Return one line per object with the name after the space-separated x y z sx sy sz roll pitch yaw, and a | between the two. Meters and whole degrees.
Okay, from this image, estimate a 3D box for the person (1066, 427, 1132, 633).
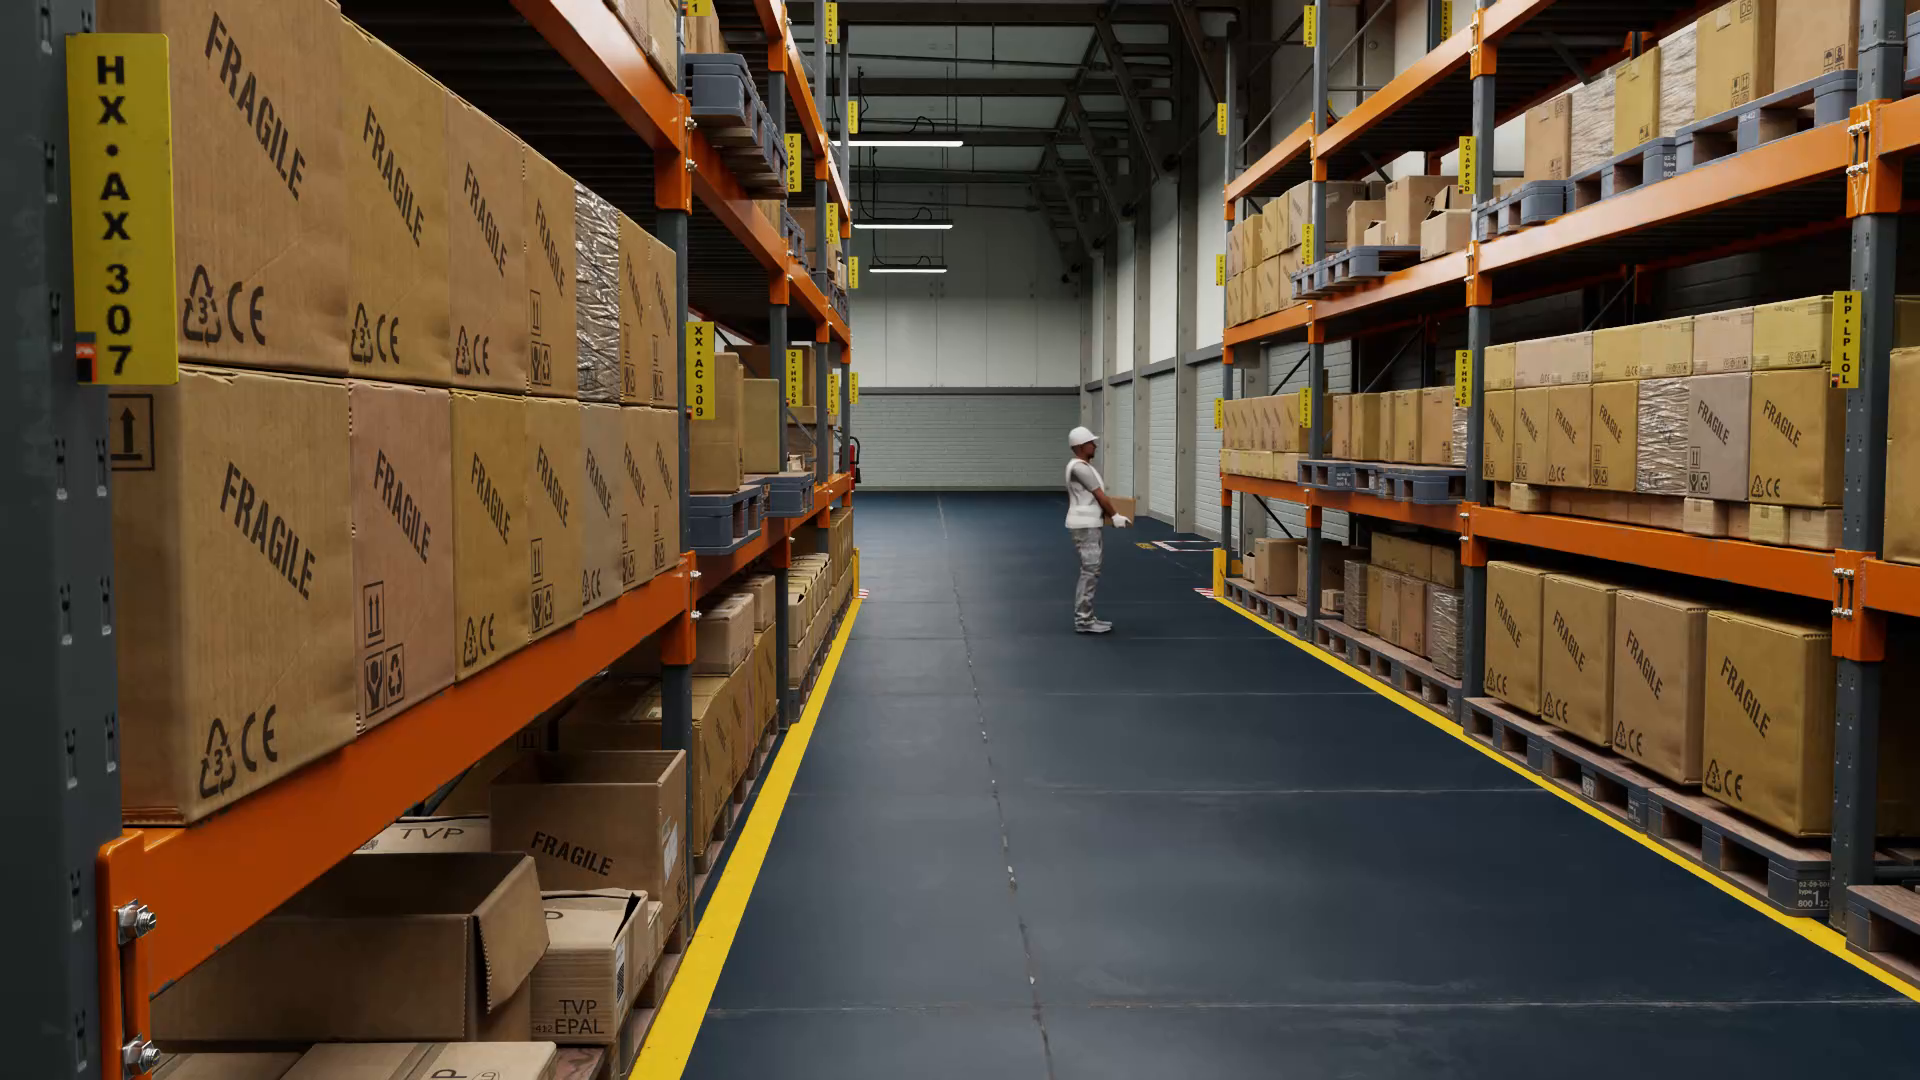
1.200 -0.094 14.510 0.571 1.779 0.488 0 4 0 | person
